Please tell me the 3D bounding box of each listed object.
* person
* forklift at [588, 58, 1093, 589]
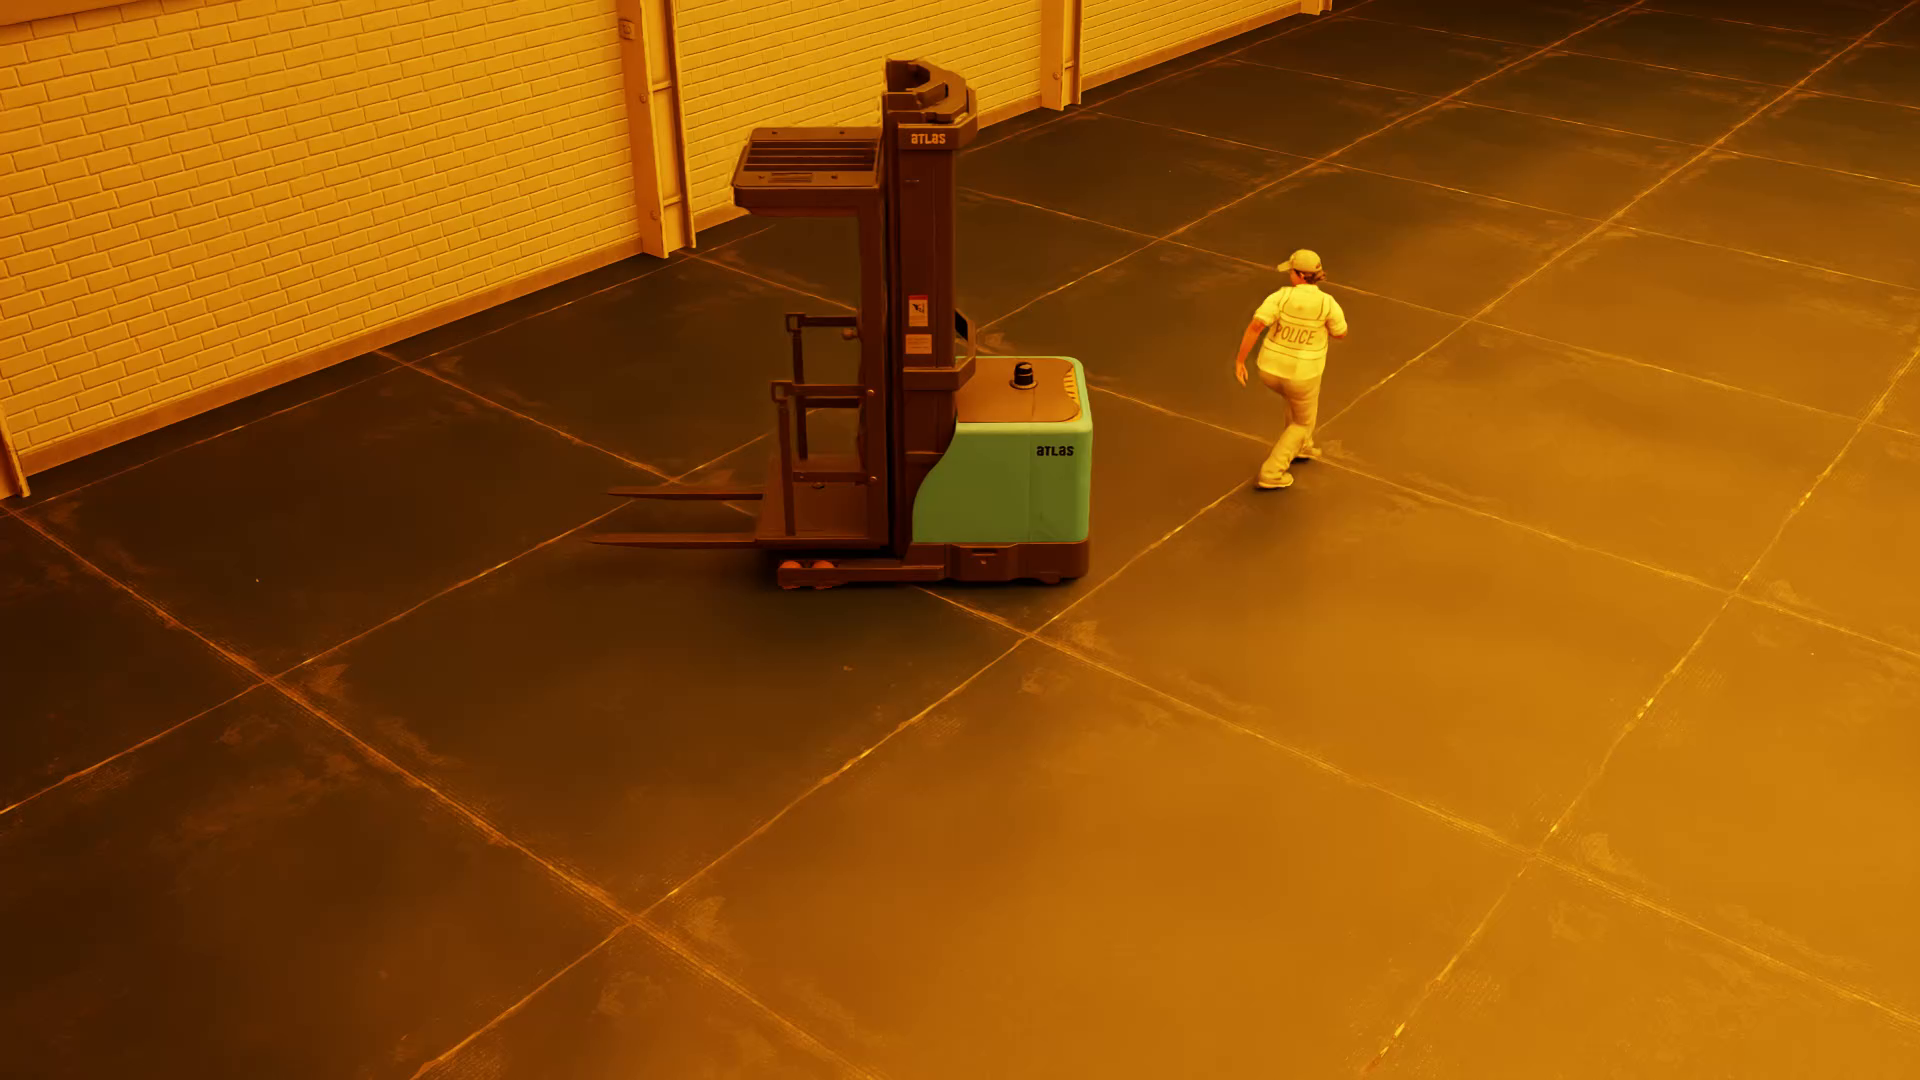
[{"bbox_3d":[2.208,-1.129,10.891,0.514,1.617,0.890,22,37,32],"label":"person"},{"bbox_3d":[-0.739,-1.238,9.713,3.031,2.935,1.130,0,30,0],"label":"forklift"}]
